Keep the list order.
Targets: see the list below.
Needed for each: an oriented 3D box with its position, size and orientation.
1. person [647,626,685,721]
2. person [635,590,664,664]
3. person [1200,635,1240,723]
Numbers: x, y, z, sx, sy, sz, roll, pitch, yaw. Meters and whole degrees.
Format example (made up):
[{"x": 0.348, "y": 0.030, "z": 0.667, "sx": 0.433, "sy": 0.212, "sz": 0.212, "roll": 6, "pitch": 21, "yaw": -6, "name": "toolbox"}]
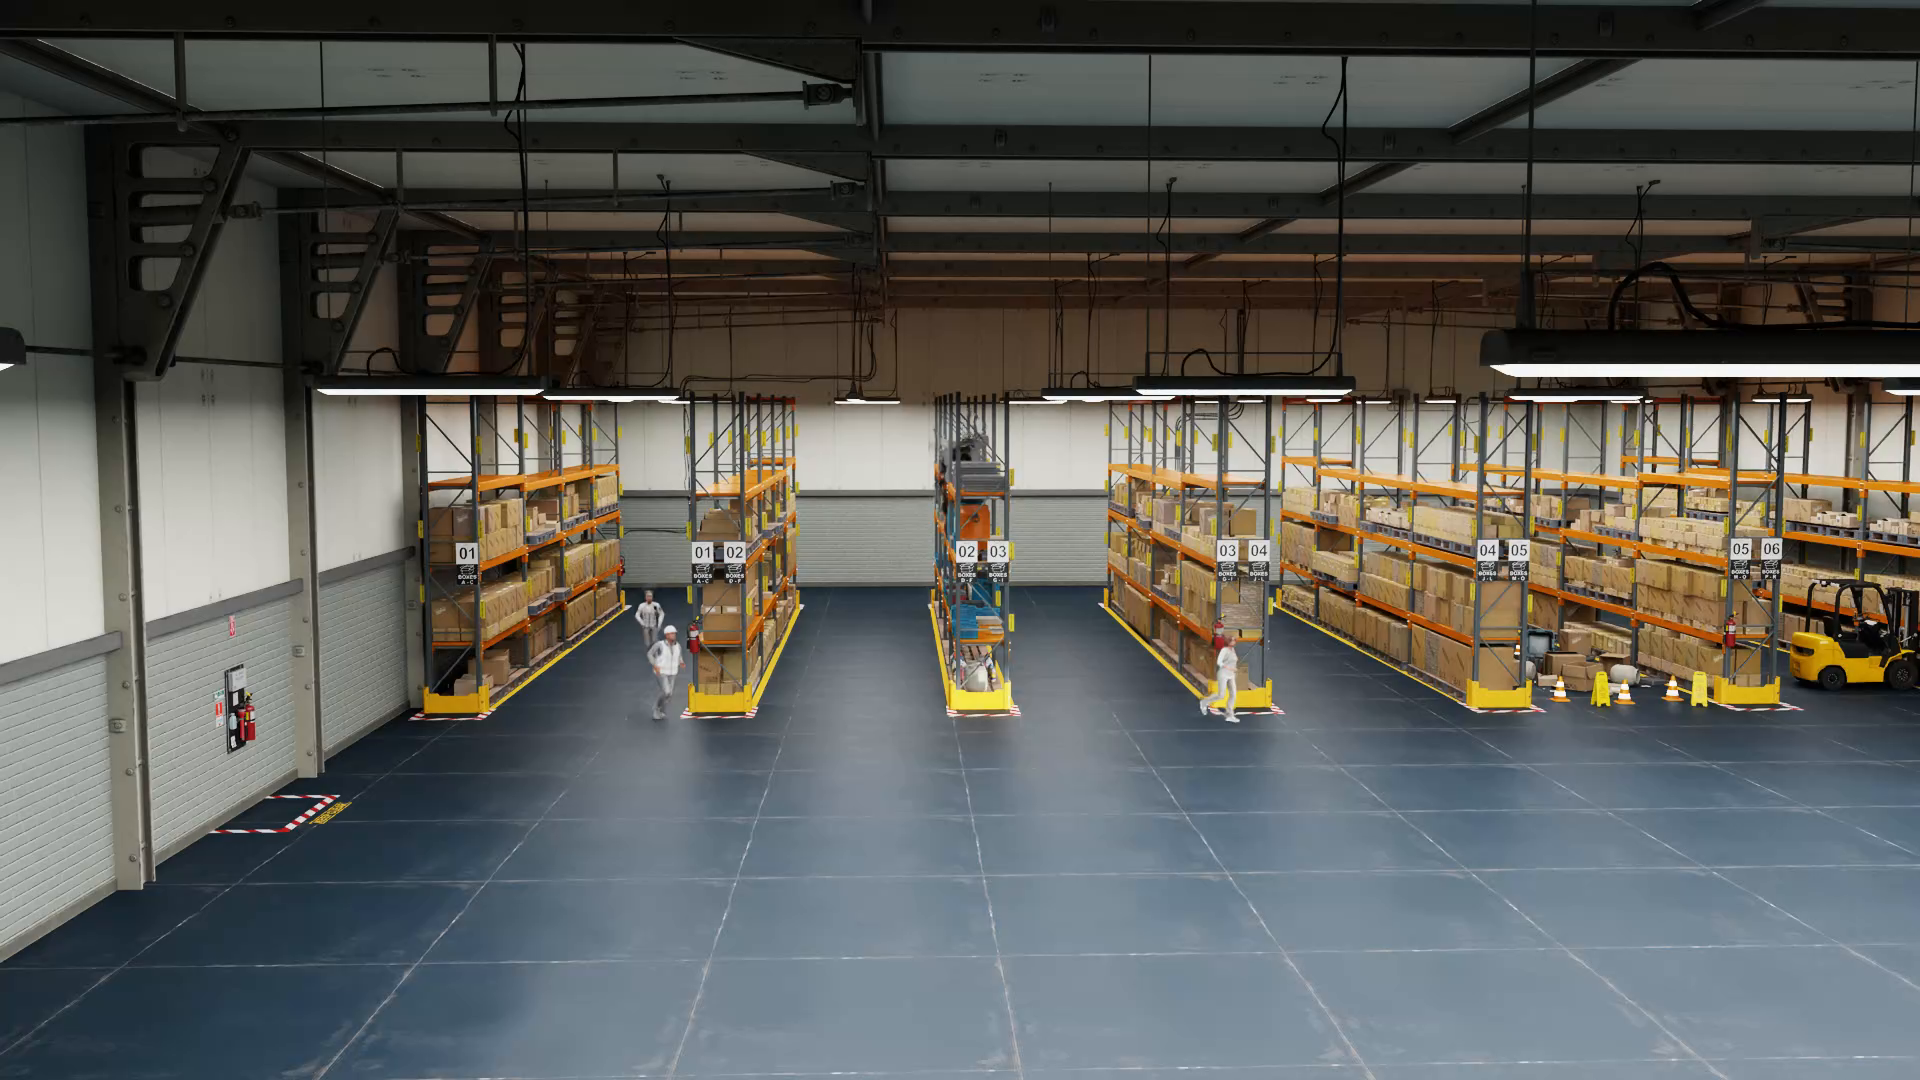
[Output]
[{"x": -5.348, "y": 2.422, "z": 30.414, "sx": 0.653, "sy": 1.726, "sz": 0.733, "roll": -4, "pitch": 6, "yaw": -43, "name": "person"}, {"x": -6.888, "y": 1.939, "z": 36.885, "sx": 0.625, "sy": 1.663, "sz": 0.528, "roll": -1, "pitch": 5, "yaw": -7, "name": "person"}, {"x": 4.848, "y": 2.510, "z": 30.347, "sx": 0.777, "sy": 1.568, "sz": 0.555, "roll": 4, "pitch": 6, "yaw": 42, "name": "person"}]
